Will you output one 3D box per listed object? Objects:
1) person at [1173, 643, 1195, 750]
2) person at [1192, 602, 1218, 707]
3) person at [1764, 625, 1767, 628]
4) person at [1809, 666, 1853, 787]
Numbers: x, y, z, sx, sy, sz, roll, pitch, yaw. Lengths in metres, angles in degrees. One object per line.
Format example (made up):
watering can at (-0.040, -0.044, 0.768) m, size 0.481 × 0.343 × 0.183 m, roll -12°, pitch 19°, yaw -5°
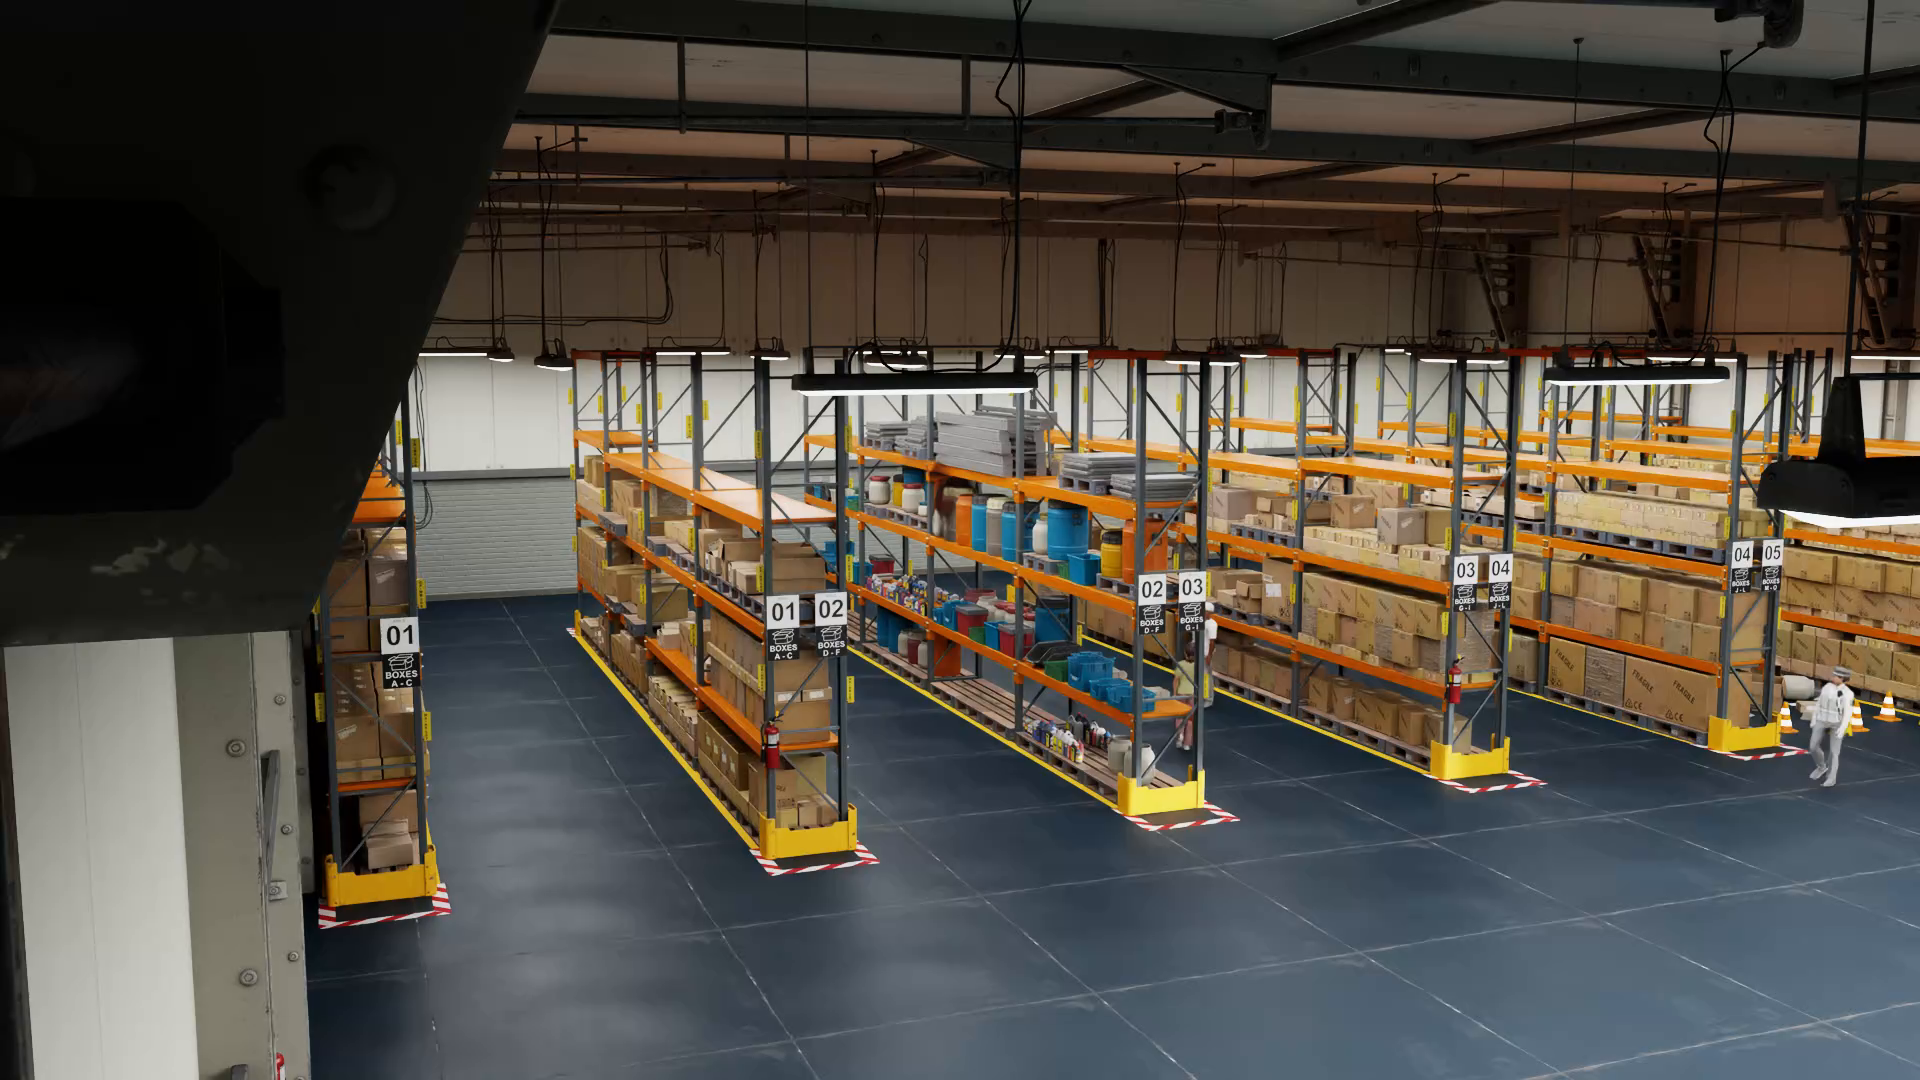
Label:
person at (3.465, 2.358, 25.246) m, size 0.460 × 1.654 × 0.457 m, roll 2°, pitch 7°, yaw 13°
person at (4.139, 1.930, 28.314) m, size 0.426 × 1.768 × 0.620 m, roll -5°, pitch 9°, yaw -36°
person at (16.266, 1.300, 33.298) m, size 0.535 × 1.772 × 0.620 m, roll 5°, pitch 8°, yaw 32°
person at (12.227, 2.606, 23.386) m, size 0.485 × 1.690 × 0.553 m, roll -7°, pitch 10°, yaw -43°
